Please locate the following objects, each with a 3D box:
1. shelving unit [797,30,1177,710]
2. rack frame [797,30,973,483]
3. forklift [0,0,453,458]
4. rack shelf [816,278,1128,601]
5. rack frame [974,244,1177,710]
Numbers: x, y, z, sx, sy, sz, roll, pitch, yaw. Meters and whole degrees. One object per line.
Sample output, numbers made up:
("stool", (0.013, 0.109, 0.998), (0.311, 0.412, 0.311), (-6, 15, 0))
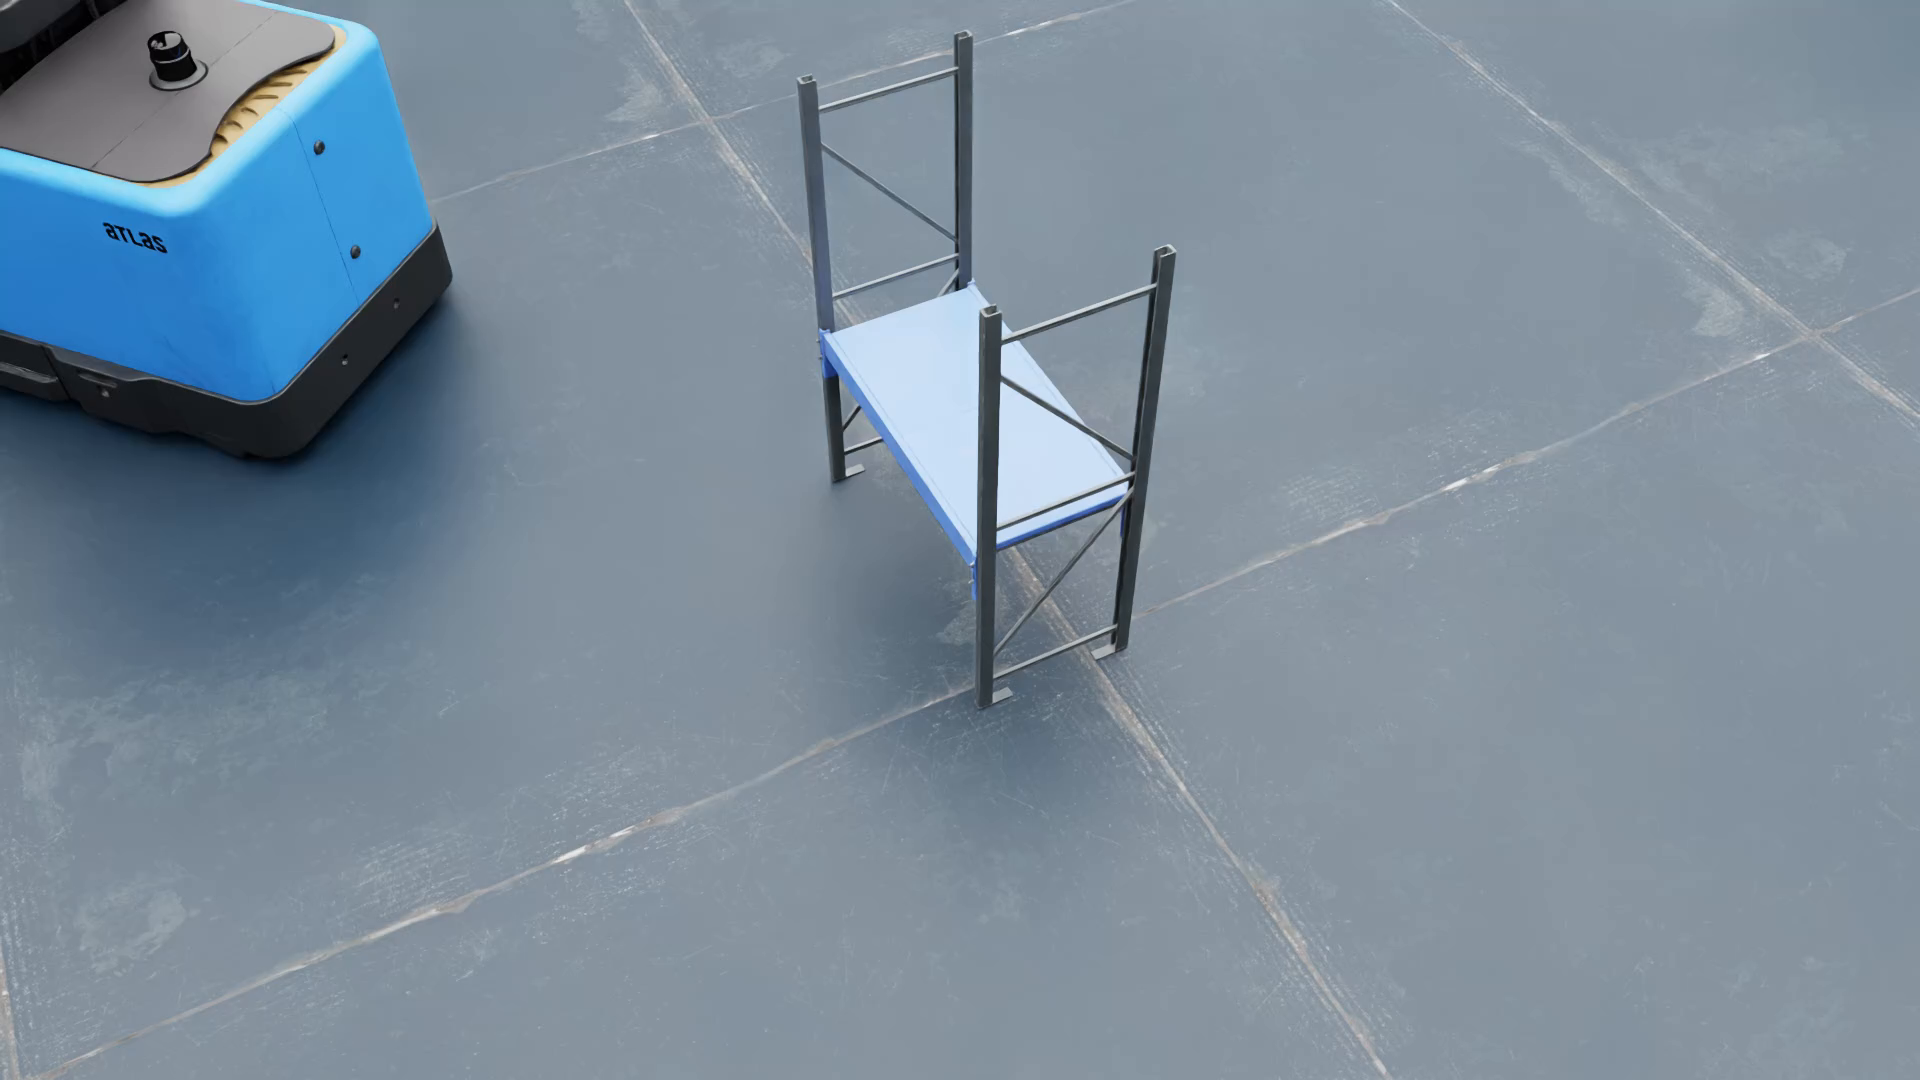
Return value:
("shelving unit", (0.039, -0.437, 4.636), (0.538, 1.500, 1.048), (-21, 52, -18))
("rack frame", (-0.194, -0.777, 4.933), (0.500, 1.500, 0.032), (-21, 52, -18))
("forklift", (-3.395, -1.933, 4.994), (3.031, 2.935, 1.130), (16, 51, 13))
("rack shelf", (0.039, -0.318, 4.771), (0.538, 0.185, 1.000), (-21, 52, -18))
("rack frame", (0.272, -0.096, 4.338), (0.500, 1.500, 0.032), (-21, 52, -18))
